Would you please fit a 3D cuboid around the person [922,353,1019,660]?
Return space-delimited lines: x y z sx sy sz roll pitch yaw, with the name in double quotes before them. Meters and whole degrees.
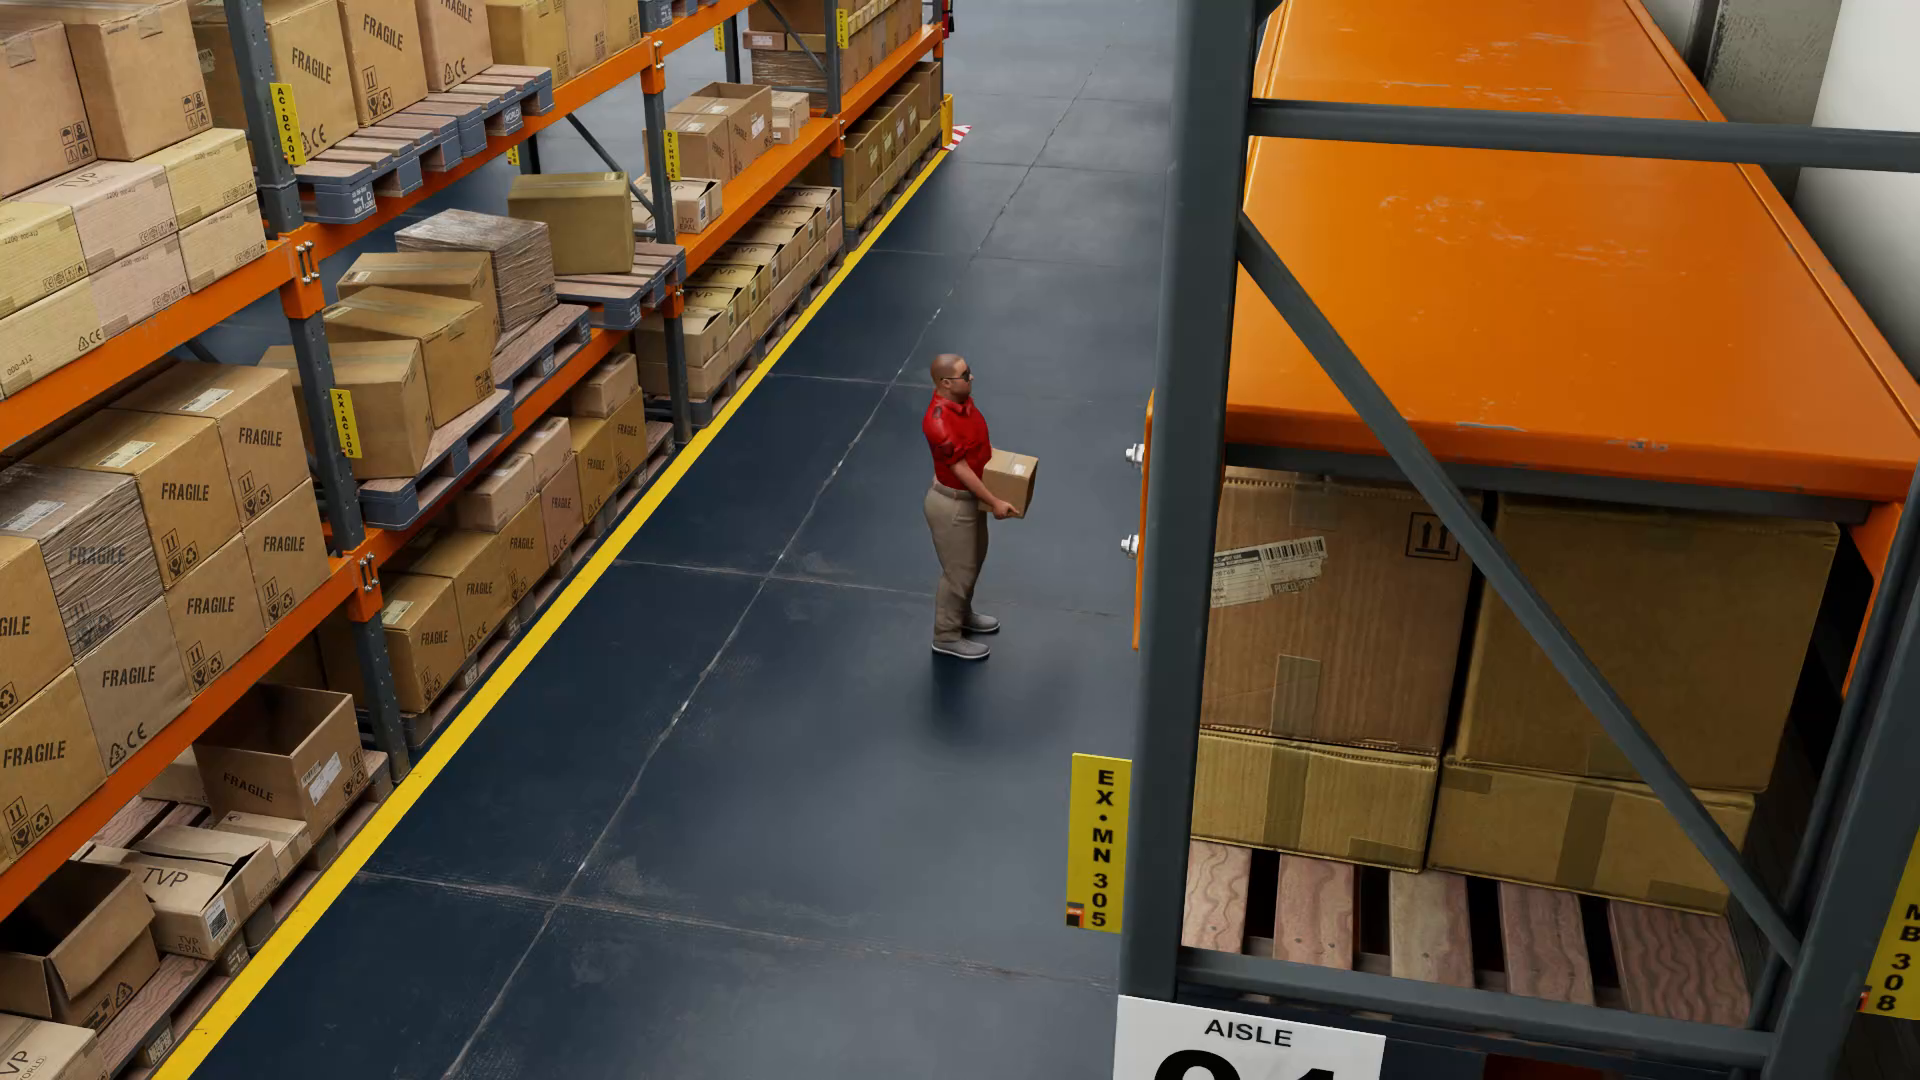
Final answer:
"person" 0.088 -0.190 9.000 0.530 1.716 0.495 6 29 12
